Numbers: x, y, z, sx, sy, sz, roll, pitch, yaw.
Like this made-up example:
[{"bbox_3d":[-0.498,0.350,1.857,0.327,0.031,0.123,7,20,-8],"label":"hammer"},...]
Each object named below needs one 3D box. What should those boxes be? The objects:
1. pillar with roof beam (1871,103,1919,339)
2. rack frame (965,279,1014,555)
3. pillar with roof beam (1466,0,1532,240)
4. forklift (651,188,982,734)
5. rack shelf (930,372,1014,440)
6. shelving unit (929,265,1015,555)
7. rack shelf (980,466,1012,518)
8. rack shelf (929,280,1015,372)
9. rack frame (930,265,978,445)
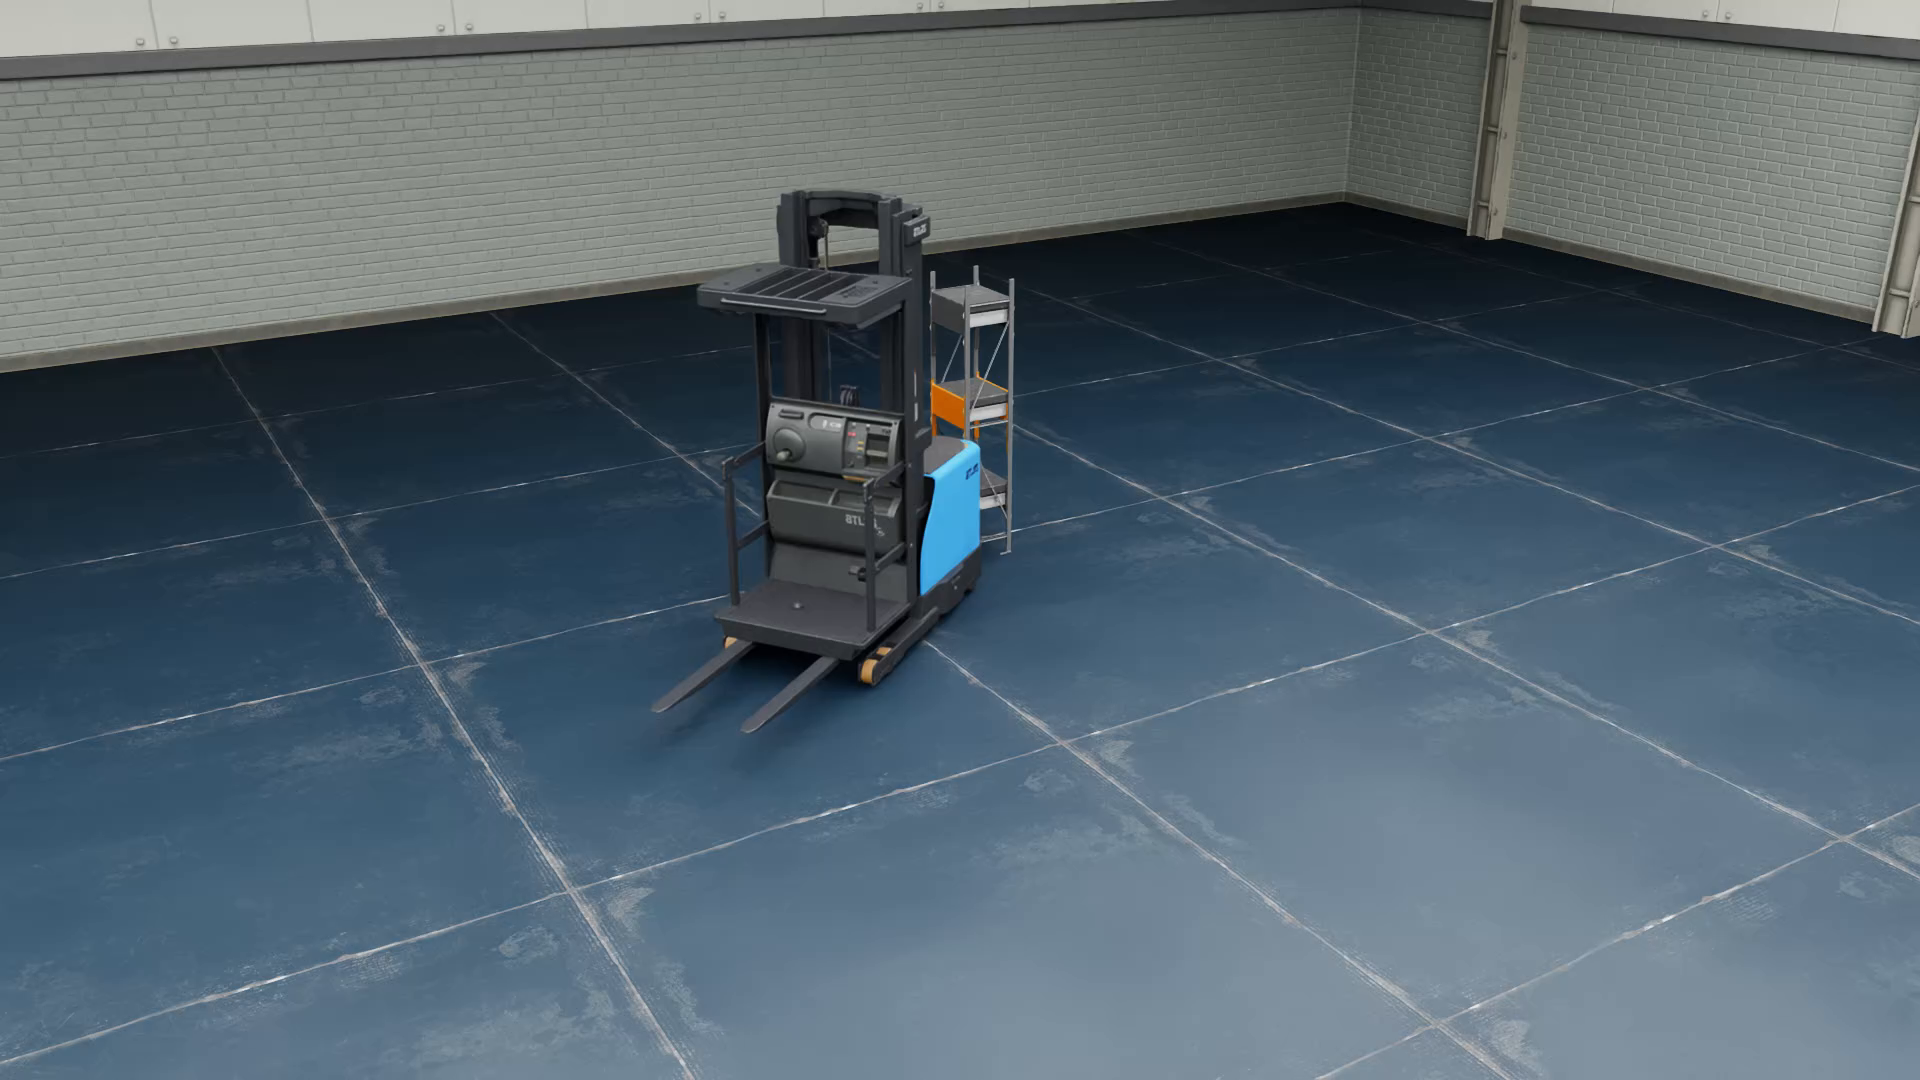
[{"bbox_3d":[6.701,-5.644,14.746,9.100,9.000,0.400,-13,25,-28],"label":"pillar with roof beam"},{"bbox_3d":[0.209,-0.840,12.090,0.400,2.100,0.015,-13,25,-28],"label":"rack frame"},{"bbox_3d":[3.637,-7.586,19.524,9.100,9.000,0.400,-13,25,-28],"label":"pillar with roof beam"},{"bbox_3d":[-0.901,-0.621,10.446,1.130,2.935,3.031,9,24,22],"label":"forklift"},{"bbox_3d":[0.085,-0.906,12.289,0.431,0.518,0.480,-13,25,-28],"label":"rack shelf"},{"bbox_3d":[0.085,-0.919,12.284,0.431,2.100,0.503,-13,25,-28],"label":"shelving unit"},{"bbox_3d":[0.085,-0.258,12.553,0.431,0.518,0.480,-13,25,-28],"label":"rack shelf"},{"bbox_3d":[0.085,-1.555,12.026,0.431,0.518,0.480,-13,25,-28],"label":"rack shelf"},{"bbox_3d":[-0.040,-0.998,12.479,0.400,2.100,0.015,-13,25,-28],"label":"rack frame"}]
